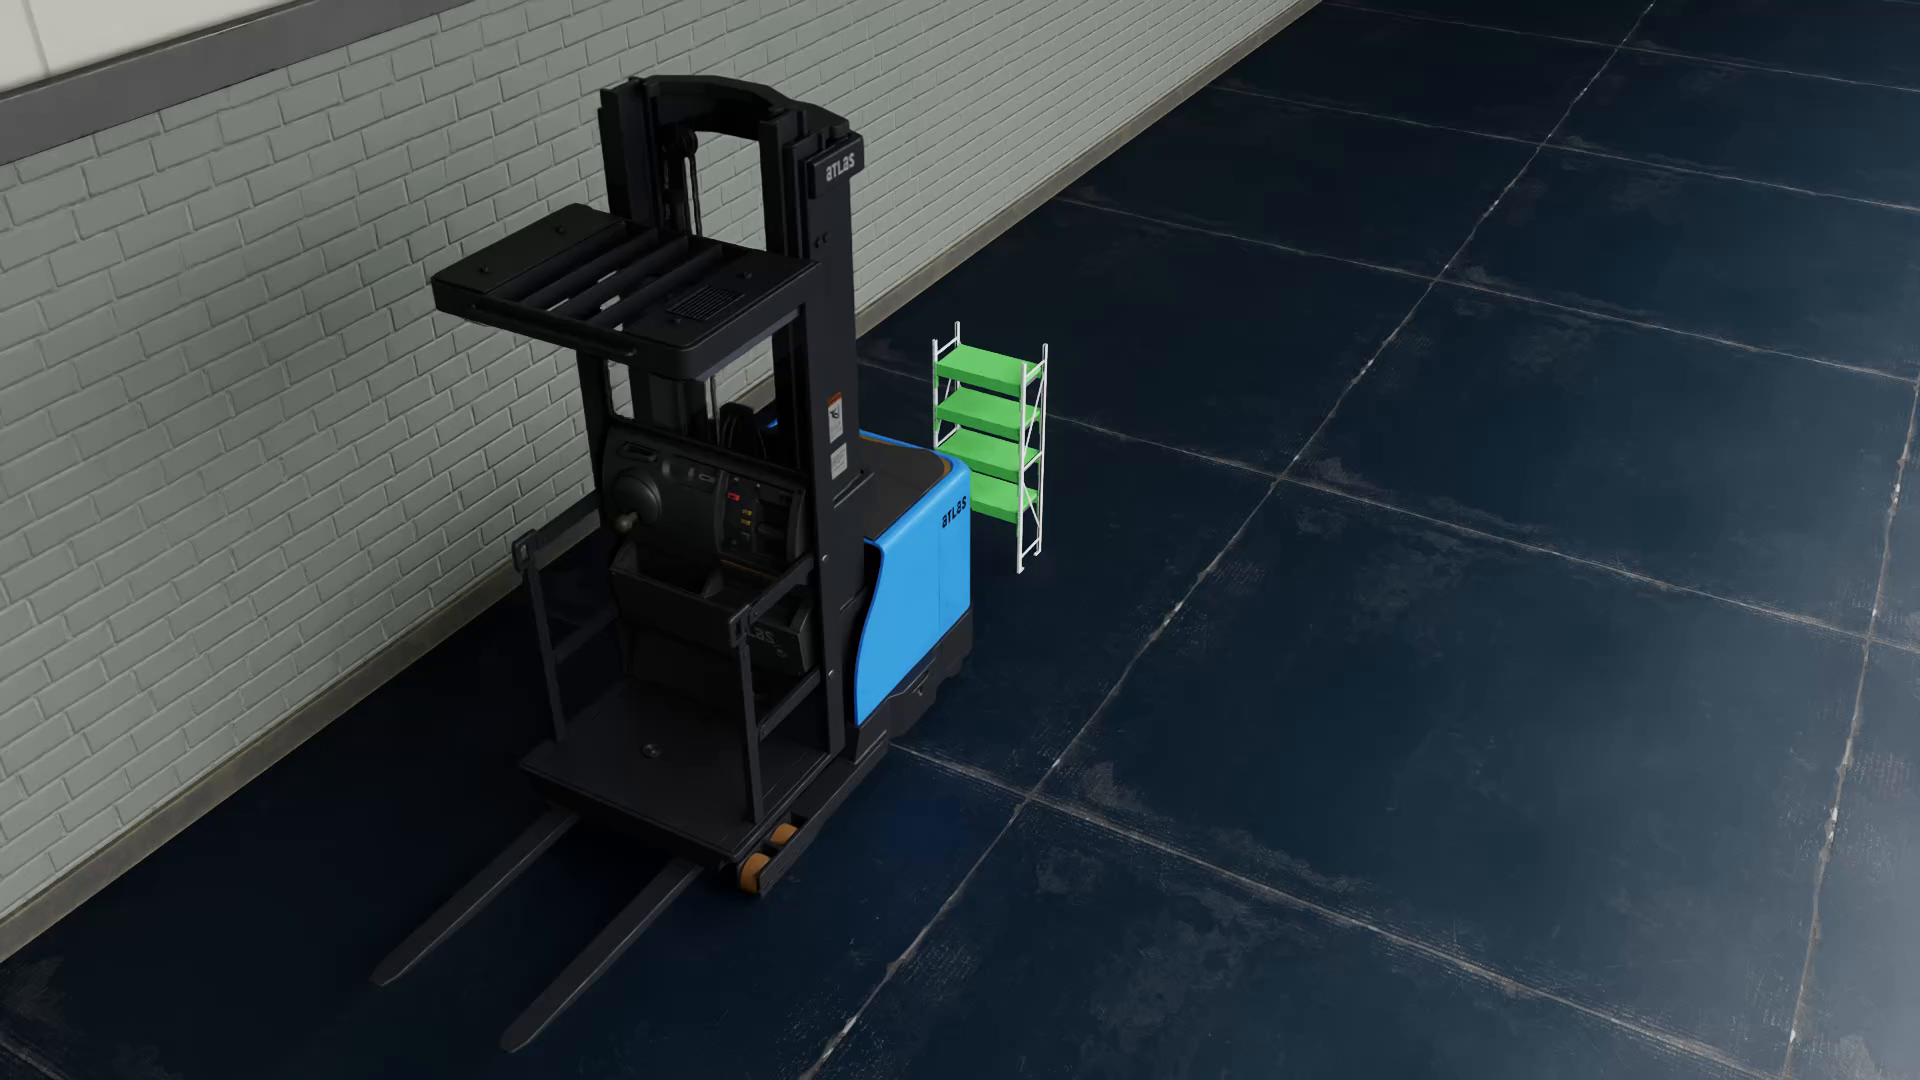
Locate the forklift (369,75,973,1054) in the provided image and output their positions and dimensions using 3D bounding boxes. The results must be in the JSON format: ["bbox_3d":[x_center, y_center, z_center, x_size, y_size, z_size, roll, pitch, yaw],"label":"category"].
[{"bbox_3d":[-1.096,-0.095,6.248,1.130,2.935,3.031,17,37,24],"label":"forklift"}]

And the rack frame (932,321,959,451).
[{"bbox_3d":[-0.068,-0.521,8.450,0.015,1.200,0.240,18,37,24],"label":"rack frame"}]

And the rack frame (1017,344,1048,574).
[{"bbox_3d":[0.356,-0.387,8.248,0.015,1.200,0.240,18,37,24],"label":"rack frame"}]

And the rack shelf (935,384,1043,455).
[{"bbox_3d":[0.144,-0.600,8.251,0.480,0.148,0.258,18,37,24],"label":"rack shelf"}]

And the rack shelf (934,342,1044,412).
[{"bbox_3d":[0.144,-0.800,8.118,0.480,0.148,0.258,18,37,24],"label":"rack shelf"}]

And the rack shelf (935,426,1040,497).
[{"bbox_3d":[0.144,-0.401,8.384,0.480,0.148,0.258,18,37,24],"label":"rack shelf"}]

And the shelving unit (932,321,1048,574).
[{"bbox_3d":[0.144,-0.454,8.349,0.503,1.200,0.258,18,37,24],"label":"shelving unit"}]

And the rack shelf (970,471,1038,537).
[{"bbox_3d":[0.144,-0.201,8.518,0.480,0.148,0.258,18,37,24],"label":"rack shelf"}]
